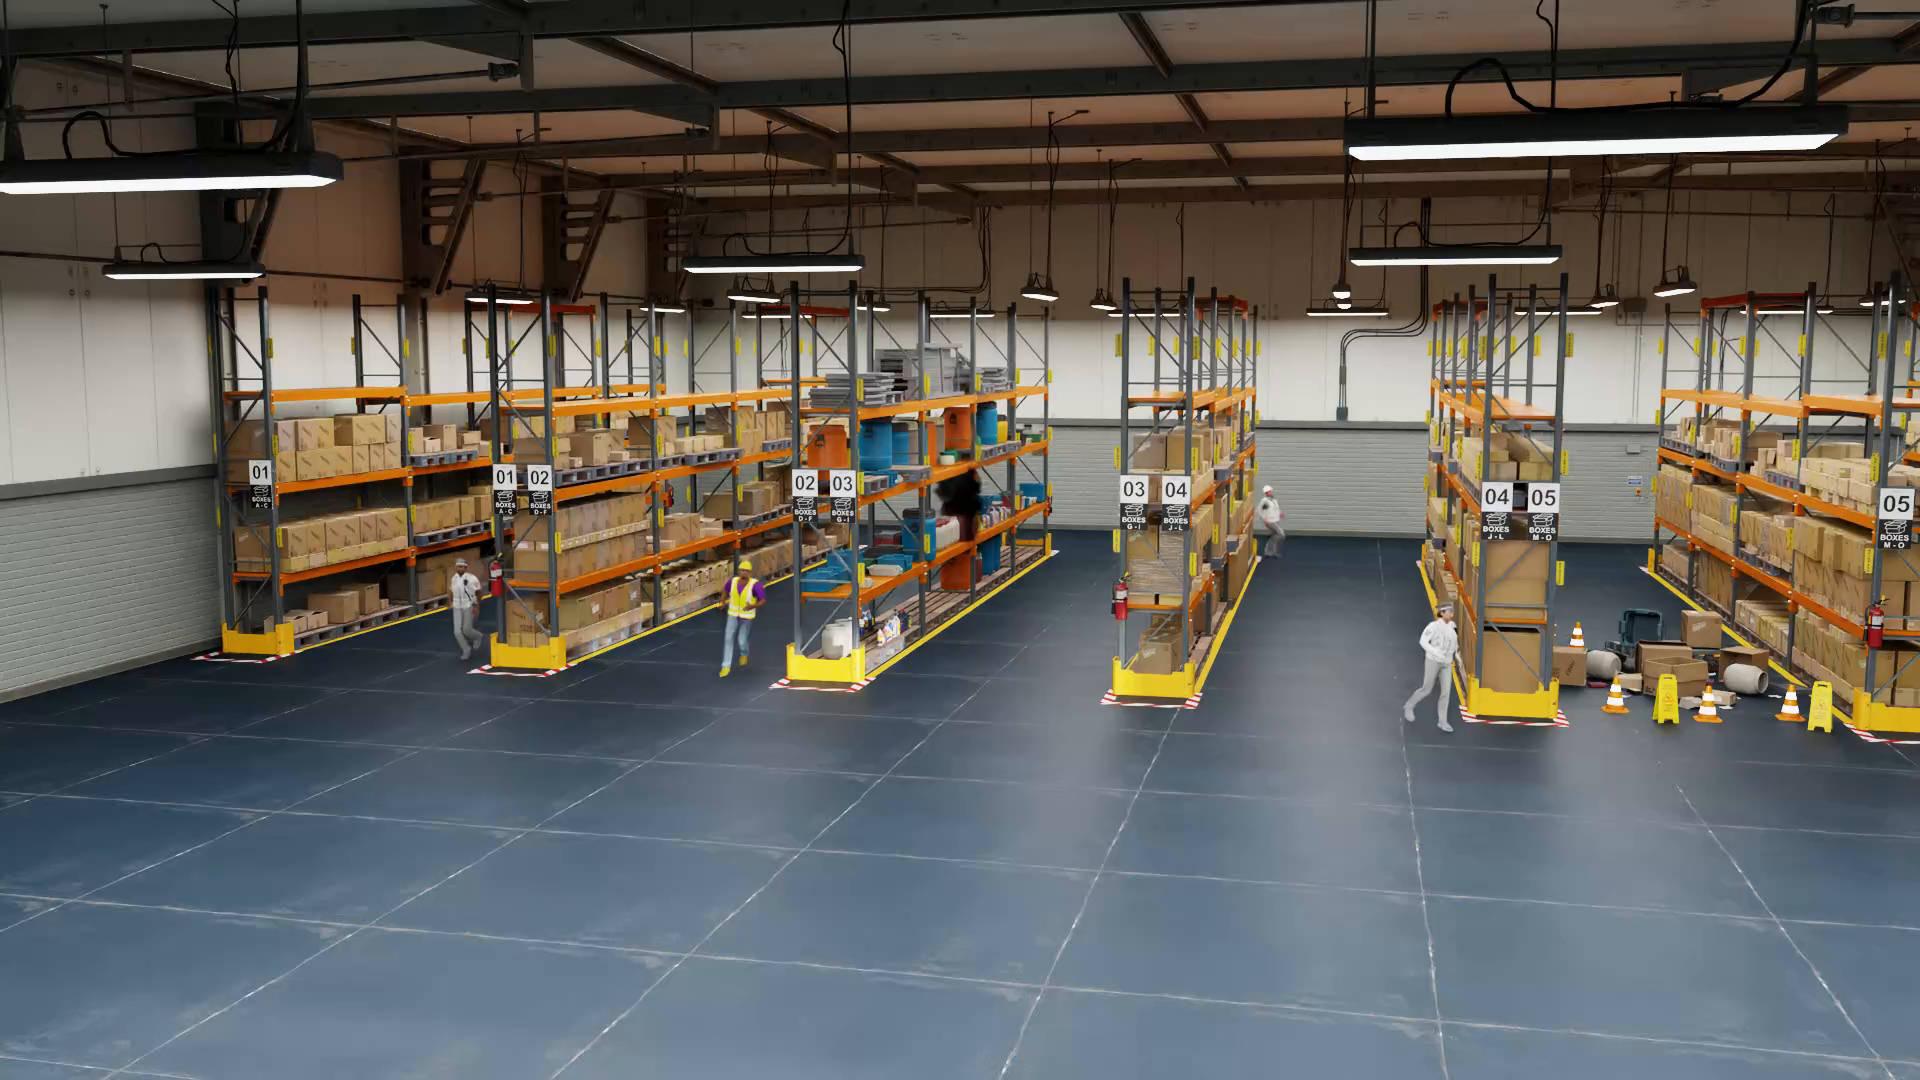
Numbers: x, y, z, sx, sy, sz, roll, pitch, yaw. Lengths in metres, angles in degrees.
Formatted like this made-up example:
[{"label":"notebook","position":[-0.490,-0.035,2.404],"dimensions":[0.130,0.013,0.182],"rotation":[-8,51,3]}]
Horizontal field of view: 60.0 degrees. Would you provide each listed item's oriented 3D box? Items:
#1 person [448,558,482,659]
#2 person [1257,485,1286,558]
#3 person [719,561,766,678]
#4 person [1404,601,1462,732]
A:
[{"label":"person","position":[-8.038,1.099,27.059],"dimensions":[0.582,1.665,0.585],"rotation":[1,7,12]},{"label":"person","position":[7.536,-0.429,39.979],"dimensions":[0.629,1.766,0.701],"rotation":[4,8,34]},{"label":"person","position":[-3.361,1.188,25.734],"dimensions":[0.737,1.754,0.927],"rotation":[1,7,8]},{"label":"person","position":[6.390,1.635,22.064],"dimensions":[0.675,1.670,0.848],"rotation":[-3,7,-22]}]
